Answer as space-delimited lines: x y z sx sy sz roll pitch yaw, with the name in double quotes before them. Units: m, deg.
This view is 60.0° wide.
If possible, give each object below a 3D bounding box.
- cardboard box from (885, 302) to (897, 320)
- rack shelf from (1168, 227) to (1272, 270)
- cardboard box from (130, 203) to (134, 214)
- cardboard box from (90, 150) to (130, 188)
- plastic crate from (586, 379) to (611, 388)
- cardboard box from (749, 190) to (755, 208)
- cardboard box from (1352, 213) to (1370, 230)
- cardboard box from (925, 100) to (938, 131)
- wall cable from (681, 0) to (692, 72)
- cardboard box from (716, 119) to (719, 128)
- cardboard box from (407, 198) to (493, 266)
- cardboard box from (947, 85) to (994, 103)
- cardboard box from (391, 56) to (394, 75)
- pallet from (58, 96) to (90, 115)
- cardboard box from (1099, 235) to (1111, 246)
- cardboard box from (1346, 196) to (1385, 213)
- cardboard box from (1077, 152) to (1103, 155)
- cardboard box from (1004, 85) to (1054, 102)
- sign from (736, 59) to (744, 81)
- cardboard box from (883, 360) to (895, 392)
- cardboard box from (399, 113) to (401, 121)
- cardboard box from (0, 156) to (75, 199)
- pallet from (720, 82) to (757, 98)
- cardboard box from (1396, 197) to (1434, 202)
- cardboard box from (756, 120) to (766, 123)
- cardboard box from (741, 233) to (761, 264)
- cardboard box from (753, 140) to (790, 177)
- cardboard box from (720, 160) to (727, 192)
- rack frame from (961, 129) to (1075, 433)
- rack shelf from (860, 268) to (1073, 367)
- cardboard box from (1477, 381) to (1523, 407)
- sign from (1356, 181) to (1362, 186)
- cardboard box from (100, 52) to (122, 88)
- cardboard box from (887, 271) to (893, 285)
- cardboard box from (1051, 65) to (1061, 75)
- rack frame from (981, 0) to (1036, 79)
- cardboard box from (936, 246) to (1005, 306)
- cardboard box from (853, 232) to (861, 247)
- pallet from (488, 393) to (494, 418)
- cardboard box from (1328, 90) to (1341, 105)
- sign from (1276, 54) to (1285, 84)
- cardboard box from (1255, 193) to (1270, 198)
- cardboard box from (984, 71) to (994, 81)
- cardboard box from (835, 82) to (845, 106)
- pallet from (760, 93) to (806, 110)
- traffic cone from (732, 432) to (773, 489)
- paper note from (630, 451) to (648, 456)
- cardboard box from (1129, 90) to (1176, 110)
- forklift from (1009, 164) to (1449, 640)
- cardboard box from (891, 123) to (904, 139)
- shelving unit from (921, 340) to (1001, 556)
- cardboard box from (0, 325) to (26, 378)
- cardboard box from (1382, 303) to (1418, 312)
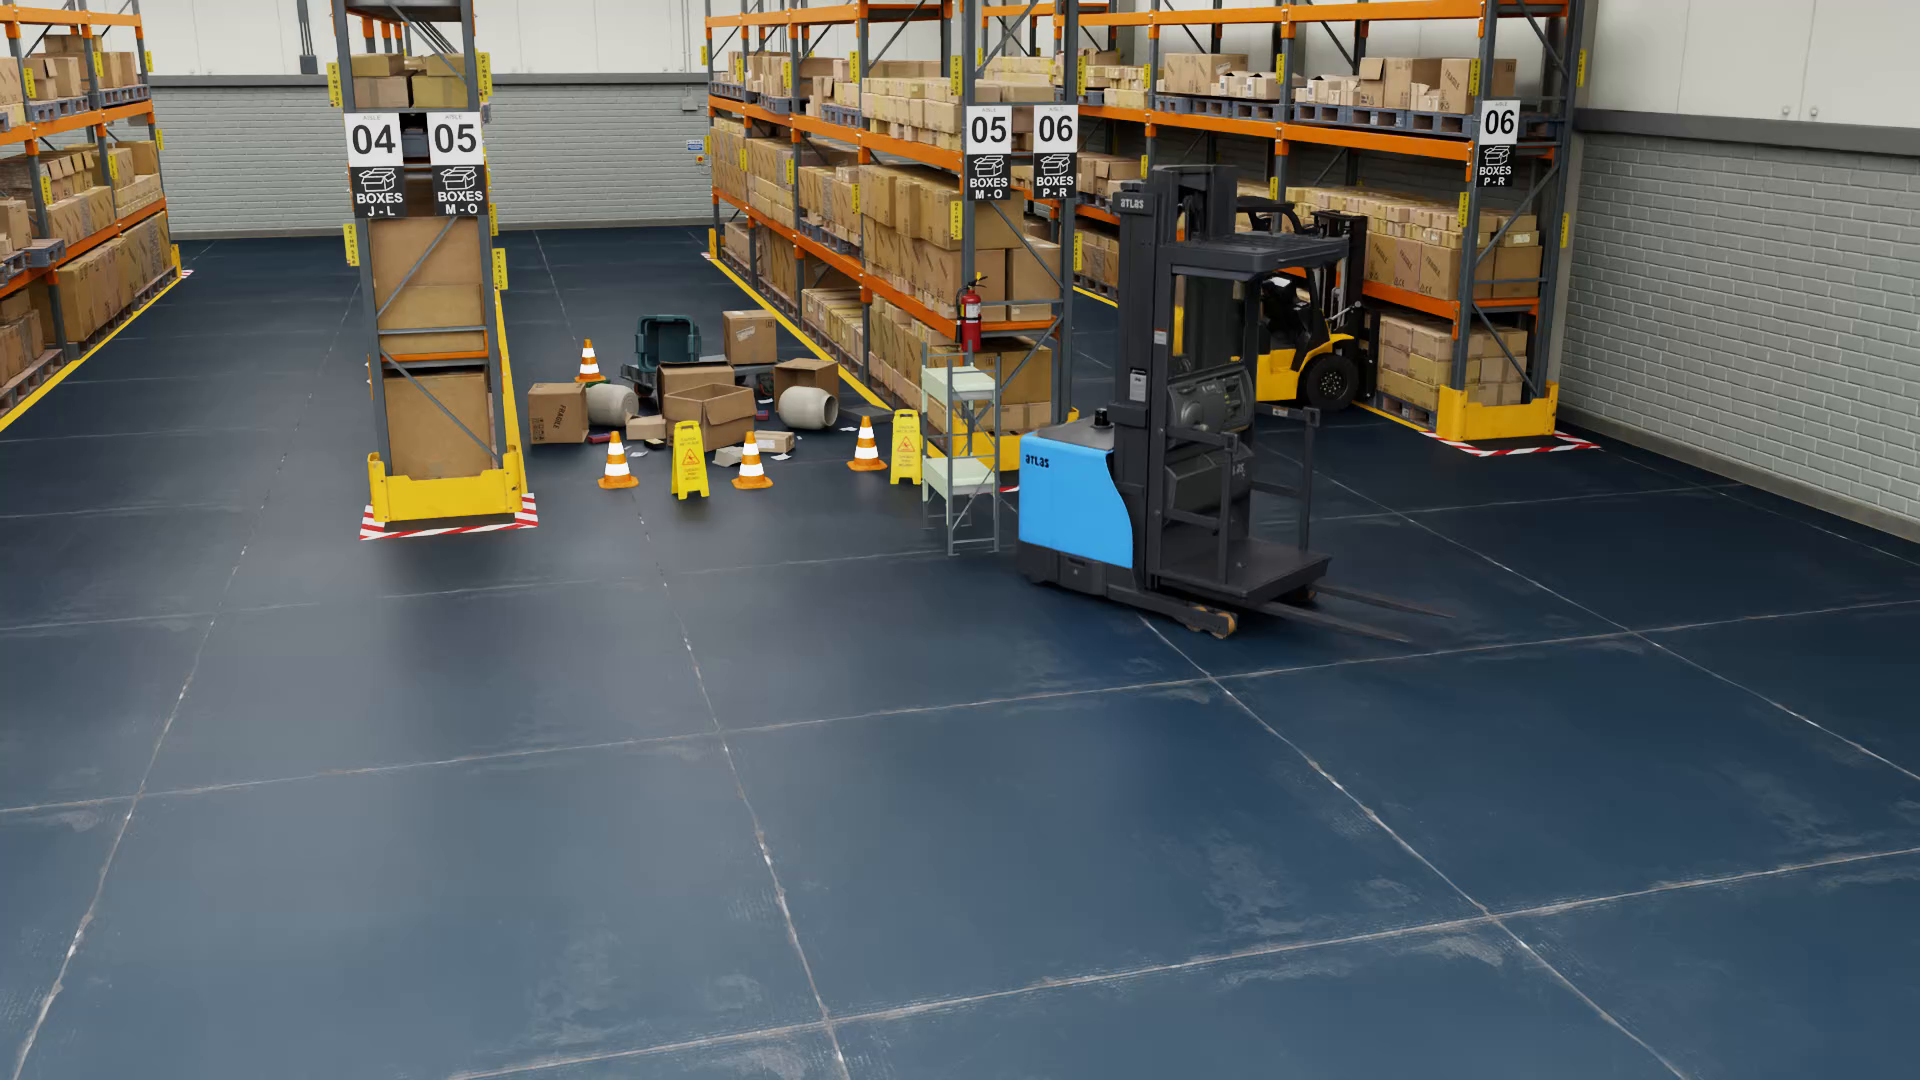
"cardboard box" -0.568 -2.391 17.315 0.380 0.149 0.250 -4 17 -13
"rack shelf" 3.631 -3.805 21.654 1.077 0.370 4.000 -5 17 -15
"cardboard box" -12.298 -4.838 24.280 0.380 0.149 0.250 -5 17 -17
"cardboard box" -12.331 -5.351 23.992 0.500 0.500 0.500 -5 17 -15
"plastic crate" -4.015 -1.519 17.584 0.450 0.188 0.662 -6 15 16
"cardboard box" -2.922 -5.201 25.313 0.500 0.250 0.500 -5 17 -17
"cardboard box" 4.422 -3.416 17.809 0.380 0.149 0.250 -5 17 -16
"cardboard box" -0.015 -3.864 15.130 0.500 0.250 0.500 -5 17 -16
"wall cable" -5.722 -10.946 33.750 0.463 3.000 0.029 -5 17 -15
"cardboard box" -3.955 -7.091 28.306 0.380 0.149 0.250 -4 17 -14
"cardboard box" -4.551 -2.682 14.528 0.875 0.550 0.550 -5 17 -15
"cardboard box" 0.098 -3.939 14.687 0.380 0.149 0.250 -4 17 -14
"cardboard box" -4.779 -3.830 13.422 0.380 0.149 0.250 -4 17 -14
"pallet" -12.018 -5.727 21.922 0.805 0.209 1.217 -5 18 -17
"cardboard box" 2.347 -4.574 25.454 0.380 0.149 0.250 -5 17 -15
"cardboard box" 4.414 -3.635 18.021 0.380 0.149 0.250 -5 17 -15
"cardboard box" 1.900 -5.906 26.497 0.700 0.500 0.500 -4 17 -14
"cardboard box" 0.607 -3.909 14.586 0.380 0.149 0.250 -5 17 -16
"sign" -3.322 -7.093 25.101 0.100 0.325 0.005 -5 17 -15
"cardboard box" -0.530 -1.755 17.631 0.500 0.250 0.500 -4 17 -12
"cardboard box" -4.920 -3.589 14.004 0.380 0.149 0.250 -5 17 -16
"cardboard box" -11.771 -4.623 21.210 0.797 0.503 0.637 -4 17 -13
"pallet" -3.335 -7.373 27.225 1.003 0.211 1.213 -5 17 -15
"cardboard box" 4.920 -3.603 17.915 0.380 0.149 0.250 -4 17 -14
"cardboard box" -3.194 -6.927 27.759 0.380 0.149 0.250 -4 17 -14
"cardboard box" -3.105 -4.819 27.505 0.875 0.438 0.875 -5 17 -17
"cardboard box" -2.778 -5.659 24.666 0.500 0.500 0.500 -5 17 -16
"cardboard box" -3.744 -6.134 27.986 0.500 0.500 0.500 -5 17 -16
"rack frame" 0.509 -2.096 14.716 1.000 3.000 0.127 -5 17 -15
"rack shelf" -0.041 -2.305 16.661 1.077 0.370 4.000 -5 17 -15
"cardboard box" 5.333 -1.525 16.864 0.500 0.250 0.500 -5 17 -15
"sign" 4.714 -4.093 19.720 0.100 0.325 0.005 -5 17 -15
"cardboard box" -12.741 -6.882 24.357 0.700 0.500 0.500 -4 17 -13
"cardboard box" -0.556 -2.762 17.368 0.380 0.149 0.250 -4 17 -14
"cardboard box" 1.643 -7.399 26.172 0.380 0.149 0.250 -4 17 -14
"rack frame" 0.883 -9.788 29.896 1.000 3.000 0.127 -5 17 -15
"cardboard box" 0.095 -2.415 15.086 0.500 0.500 0.500 -5 17 -16
"cardboard box" -0.997 -3.404 18.776 0.380 0.149 0.250 -4 17 -14
"pallet" -5.188 -1.231 16.683 1.003 0.211 1.213 -5 17 -15
"cardboard box" 4.224 -4.800 18.038 0.380 0.149 0.250 -4 17 -14
"sign" 3.662 -5.385 19.006 0.100 0.325 0.005 -5 17 -15
"cardboard box" 3.785 -4.101 20.090 0.380 0.149 0.250 -5 17 -16
"cardboard box" 0.742 -8.278 29.826 0.500 0.250 0.500 -5 17 -16
"cardboard box" -1.164 -5.200 19.365 0.500 0.250 0.500 -4 17 -15
"pallet" -2.228 -6.138 23.286 1.003 0.211 1.213 -4 17 -13
"traffic cone" -1.824 -0.716 14.532 0.336 0.463 0.334 -5 17 -15
"paper note" -3.010 -0.810 15.599 0.144 0.017 0.142 1 17 4
"cardboard box" 2.707 -6.190 23.391 0.500 0.250 0.500 -5 18 -17
"forklift" 1.784 -0.947 11.009 3.031 2.935 1.130 15 22 40
"cardboard box" -0.471 -4.049 16.442 0.380 0.149 0.250 -5 17 -16
"shelving unit" 0.002 -0.716 12.730 0.431 1.500 0.755 -5 17 -15
"cardboard box" -10.688 -2.046 18.131 0.700 0.500 0.500 -3 17 -11
"cardboard box" 4.928 -2.420 18.105 0.500 0.250 0.500 -5 17 -16
